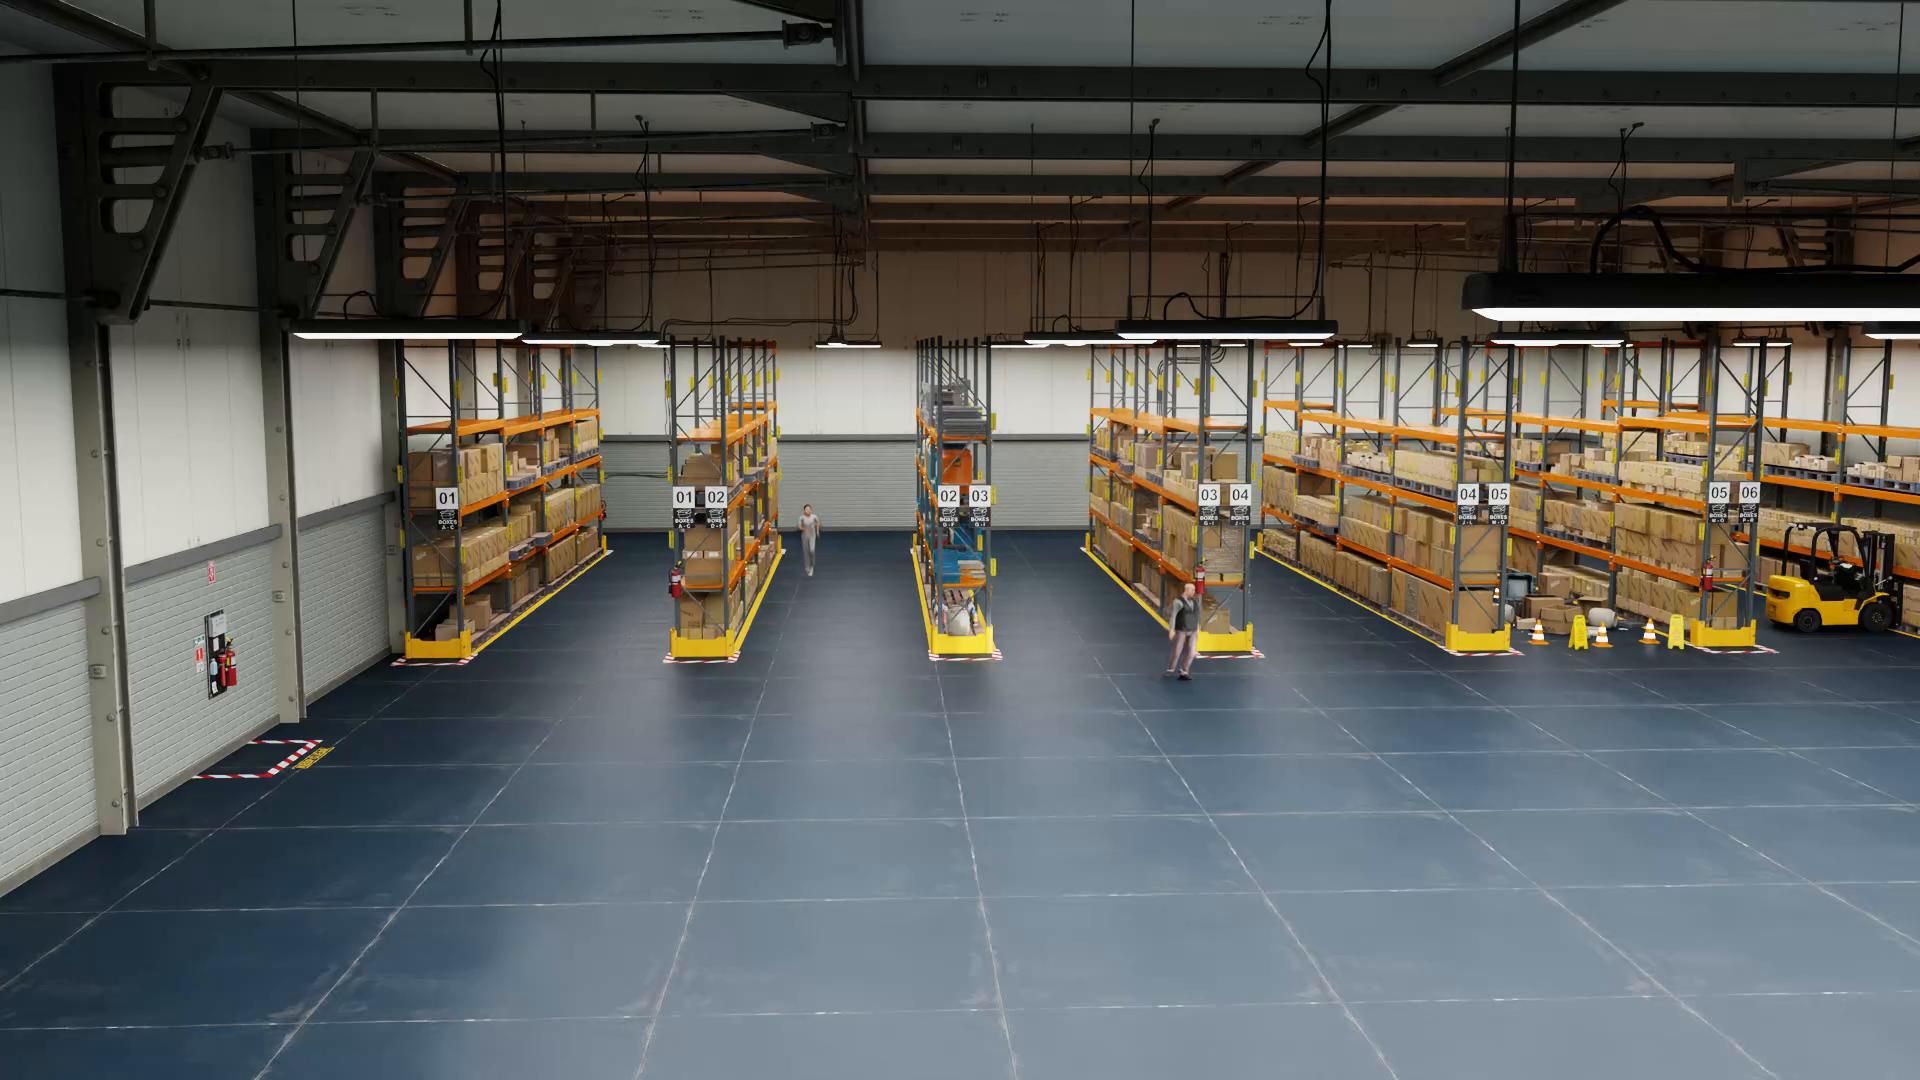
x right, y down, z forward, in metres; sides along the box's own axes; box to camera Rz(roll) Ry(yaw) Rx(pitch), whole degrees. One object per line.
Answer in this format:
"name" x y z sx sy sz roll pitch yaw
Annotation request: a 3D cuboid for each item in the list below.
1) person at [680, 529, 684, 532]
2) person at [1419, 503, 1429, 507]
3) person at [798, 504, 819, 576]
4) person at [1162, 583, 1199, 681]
"person" -7.170 -0.097 44.430 0.606 1.574 0.741 -1 7 -12
"person" 14.345 -1.005 51.150 1.000 1.768 0.687 -2 7 -21
"person" -3.708 0.004 40.772 0.515 1.726 0.772 0 6 -3
"person" 3.854 1.593 28.950 0.649 1.703 0.492 -4 8 -31
